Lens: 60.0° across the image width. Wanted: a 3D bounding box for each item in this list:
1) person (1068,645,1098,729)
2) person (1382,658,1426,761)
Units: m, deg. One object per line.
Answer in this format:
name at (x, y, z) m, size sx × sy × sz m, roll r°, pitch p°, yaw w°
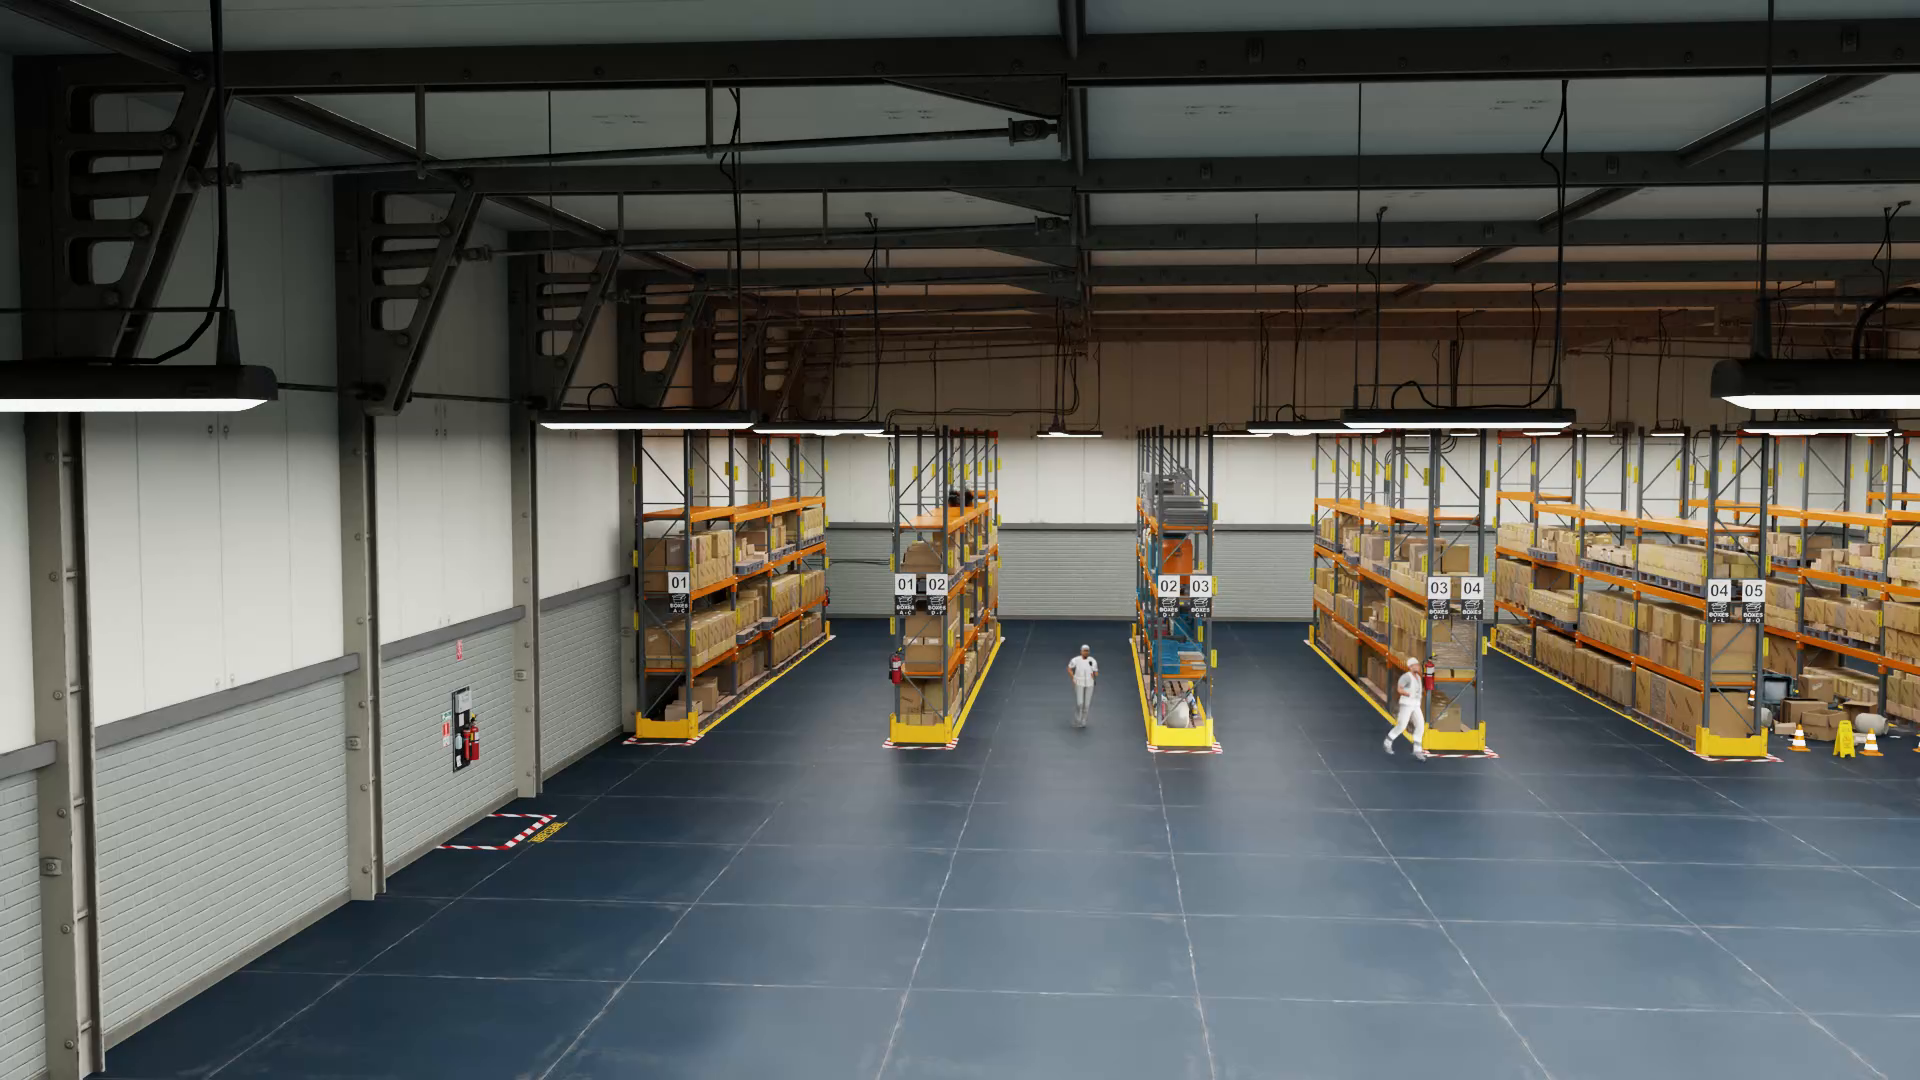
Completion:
person at (2.463, 2.897, 33.029) m, size 0.579 × 1.638 × 0.673 m, roll 0°, pitch 3°, yaw -8°
person at (8.107, 3.017, 29.977) m, size 0.688 × 1.796 × 0.892 m, roll -3°, pitch 4°, yaw -38°
